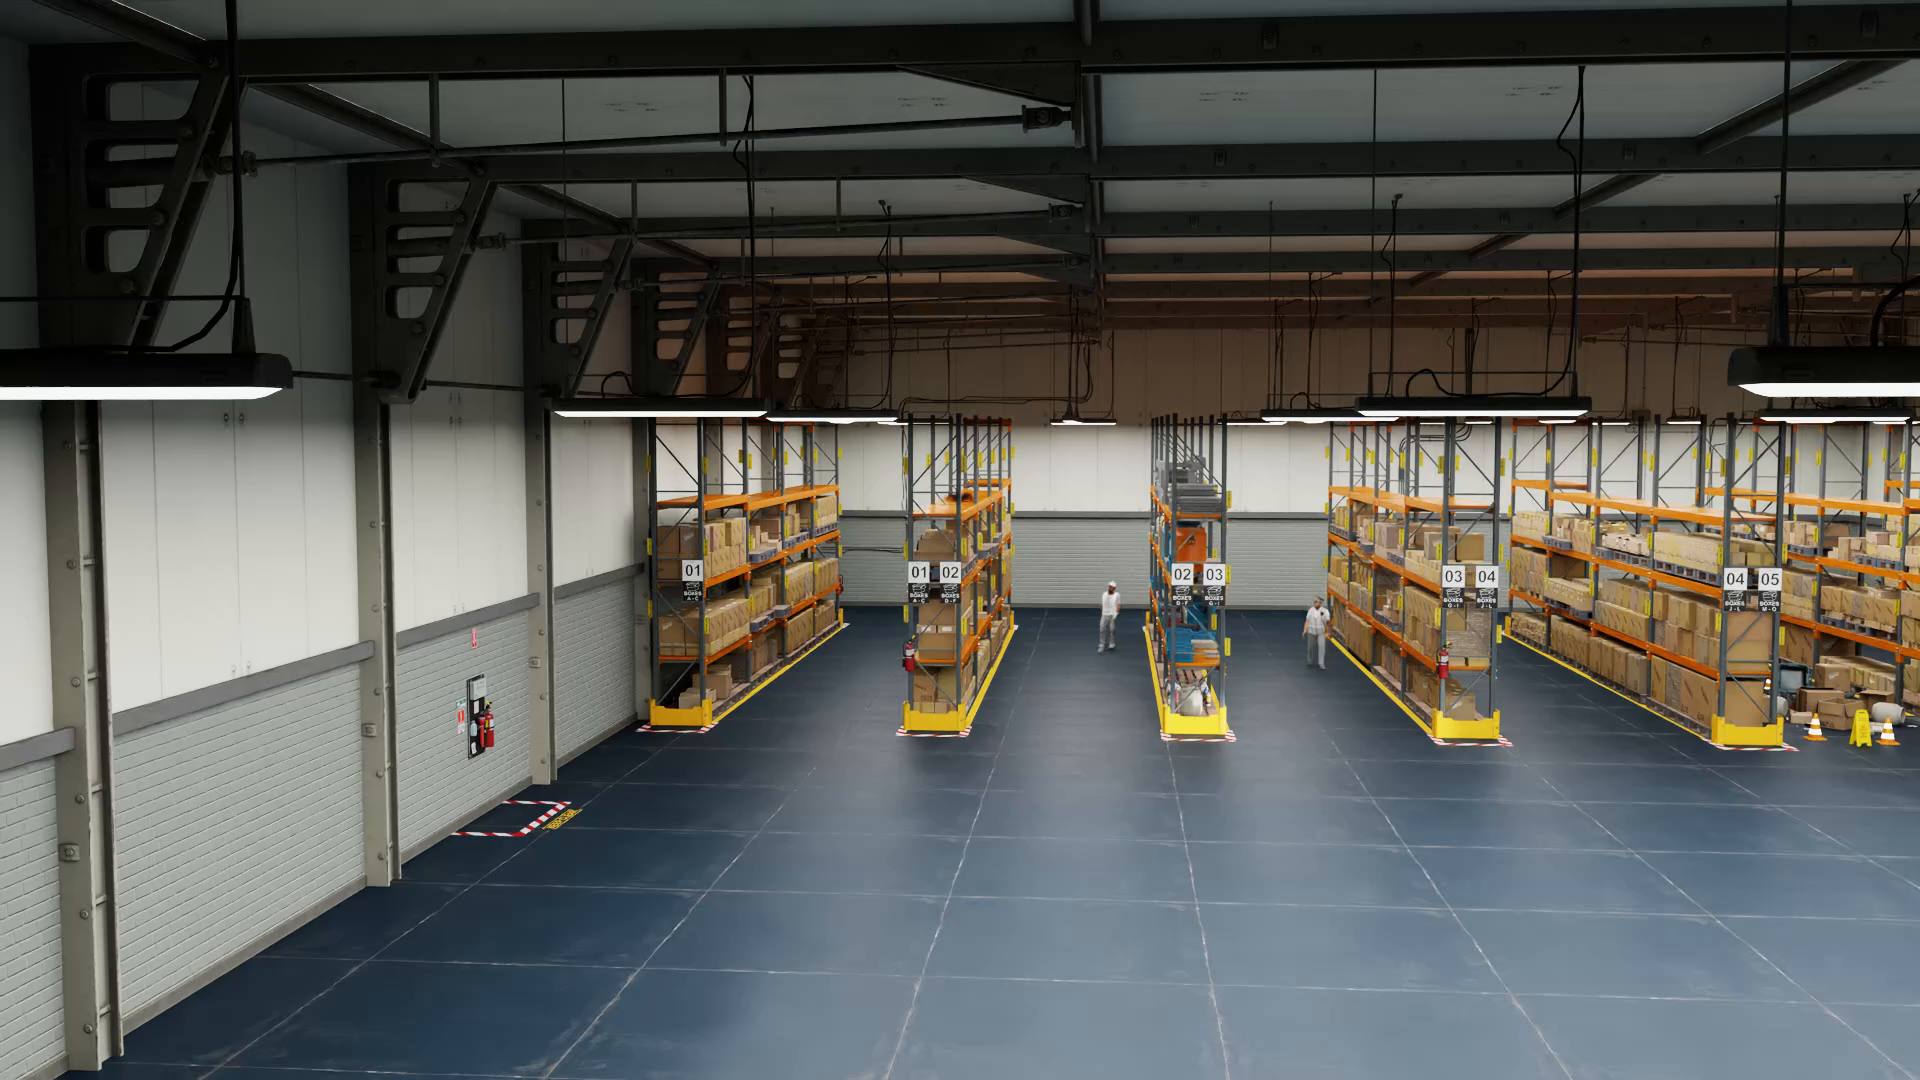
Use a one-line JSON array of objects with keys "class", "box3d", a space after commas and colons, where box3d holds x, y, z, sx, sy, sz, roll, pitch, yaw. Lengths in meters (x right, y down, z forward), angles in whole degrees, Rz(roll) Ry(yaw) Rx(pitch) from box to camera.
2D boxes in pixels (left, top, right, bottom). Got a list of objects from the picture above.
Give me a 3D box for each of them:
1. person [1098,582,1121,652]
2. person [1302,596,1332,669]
[{"class": "person", "box3d": [3.869, 1.972, 42.810, 0.560, 1.801, 0.756, 1, 4, 20]}, {"class": "person", "box3d": [8.510, 2.188, 39.617, 0.704, 1.725, 1.048, 0, 4, 6]}]
